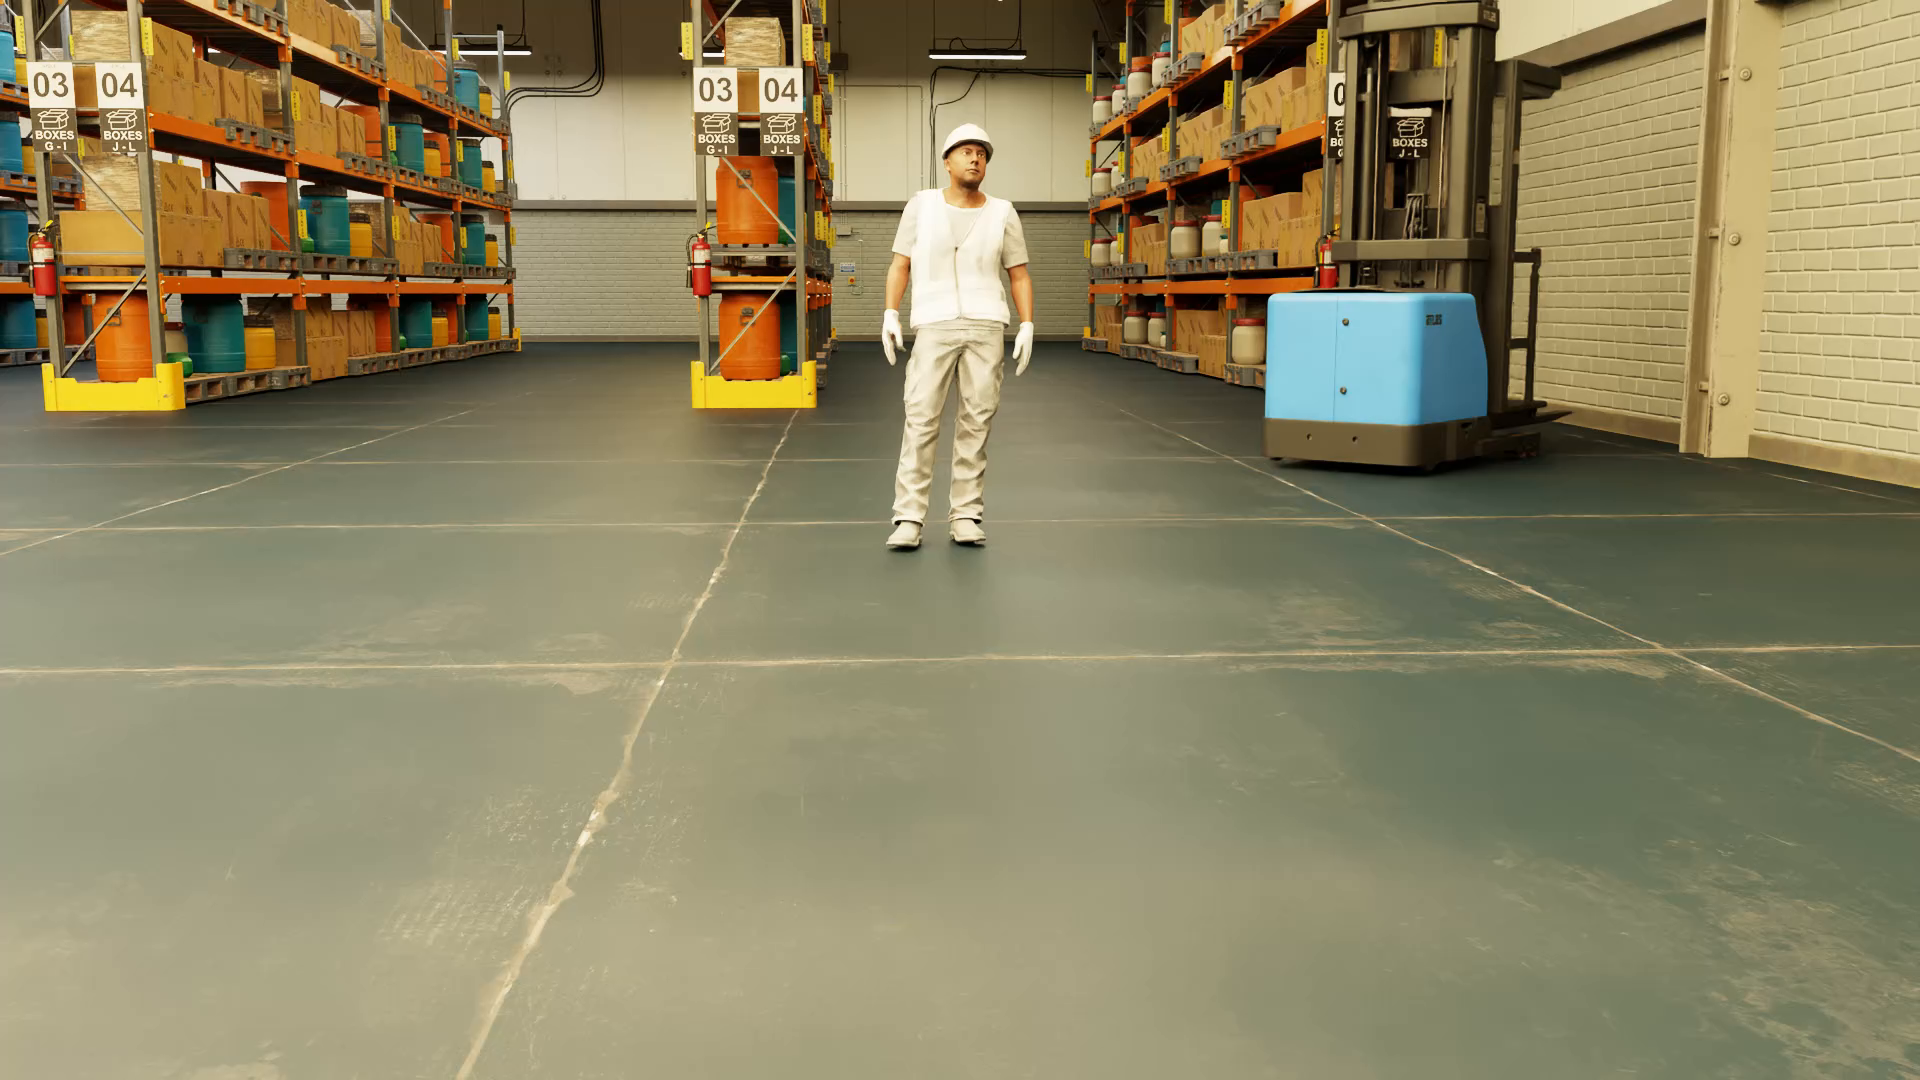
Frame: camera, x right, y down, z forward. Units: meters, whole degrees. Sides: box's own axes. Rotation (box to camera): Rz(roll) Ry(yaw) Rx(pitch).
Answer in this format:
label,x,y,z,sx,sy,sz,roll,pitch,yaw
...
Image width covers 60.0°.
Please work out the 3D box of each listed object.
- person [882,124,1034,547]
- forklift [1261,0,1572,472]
label,x,y,z,sx,sy,sz,roll,pitch,yaw
person,-0.004,-0.878,7.107,0.656,1.781,0.577,-1,8,-4
forklift,3.209,-2.021,10.942,1.130,2.935,3.031,7,11,40
